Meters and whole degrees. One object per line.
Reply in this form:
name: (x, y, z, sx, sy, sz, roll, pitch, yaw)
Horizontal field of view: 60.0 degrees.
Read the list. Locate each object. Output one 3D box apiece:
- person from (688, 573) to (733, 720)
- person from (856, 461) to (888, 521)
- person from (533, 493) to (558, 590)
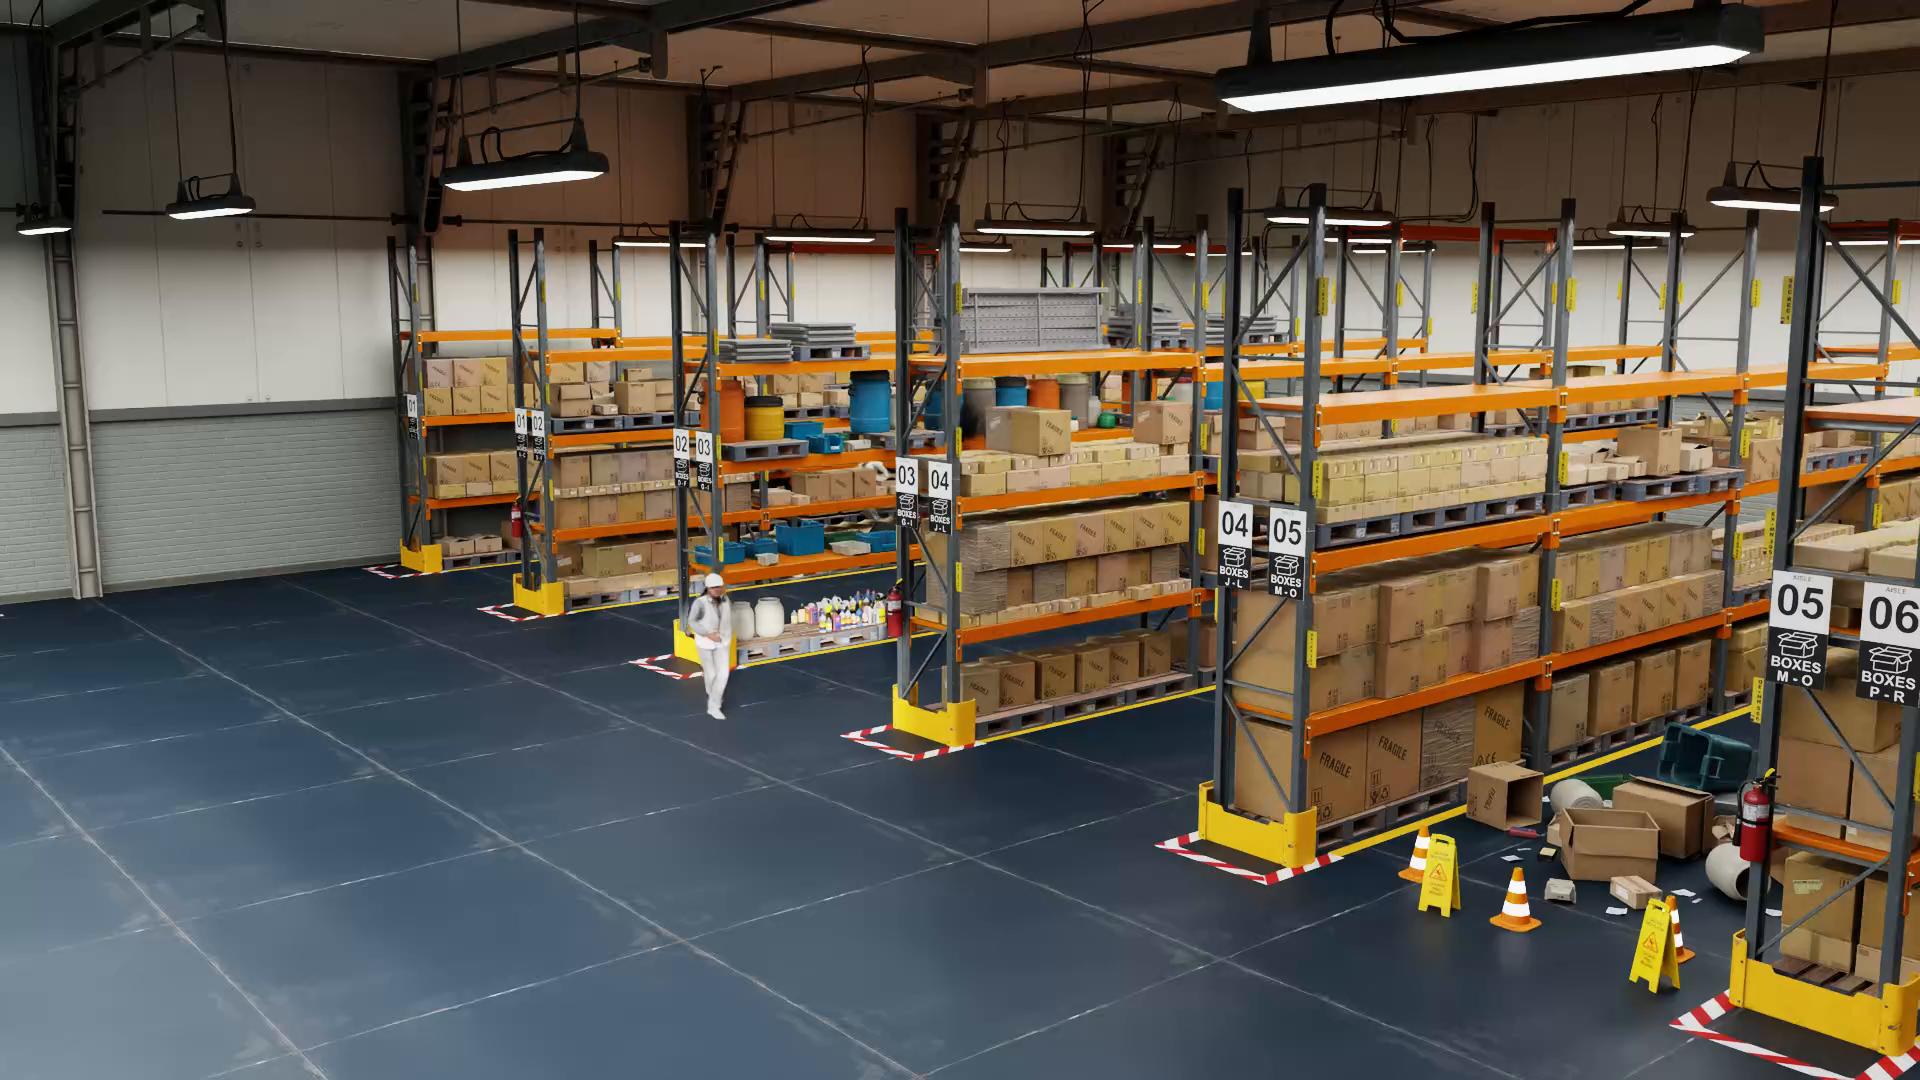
person: (-3.004, 1.234, 20.024, 0.616, 1.745, 0.830, -3, 9, -21)
person: (-1.922, -1.019, 34.609, 0.850, 1.780, 0.658, -8, 12, -43)
person: (-7.001, 0.008, 28.341, 0.483, 1.667, 0.914, 7, 11, 37)
